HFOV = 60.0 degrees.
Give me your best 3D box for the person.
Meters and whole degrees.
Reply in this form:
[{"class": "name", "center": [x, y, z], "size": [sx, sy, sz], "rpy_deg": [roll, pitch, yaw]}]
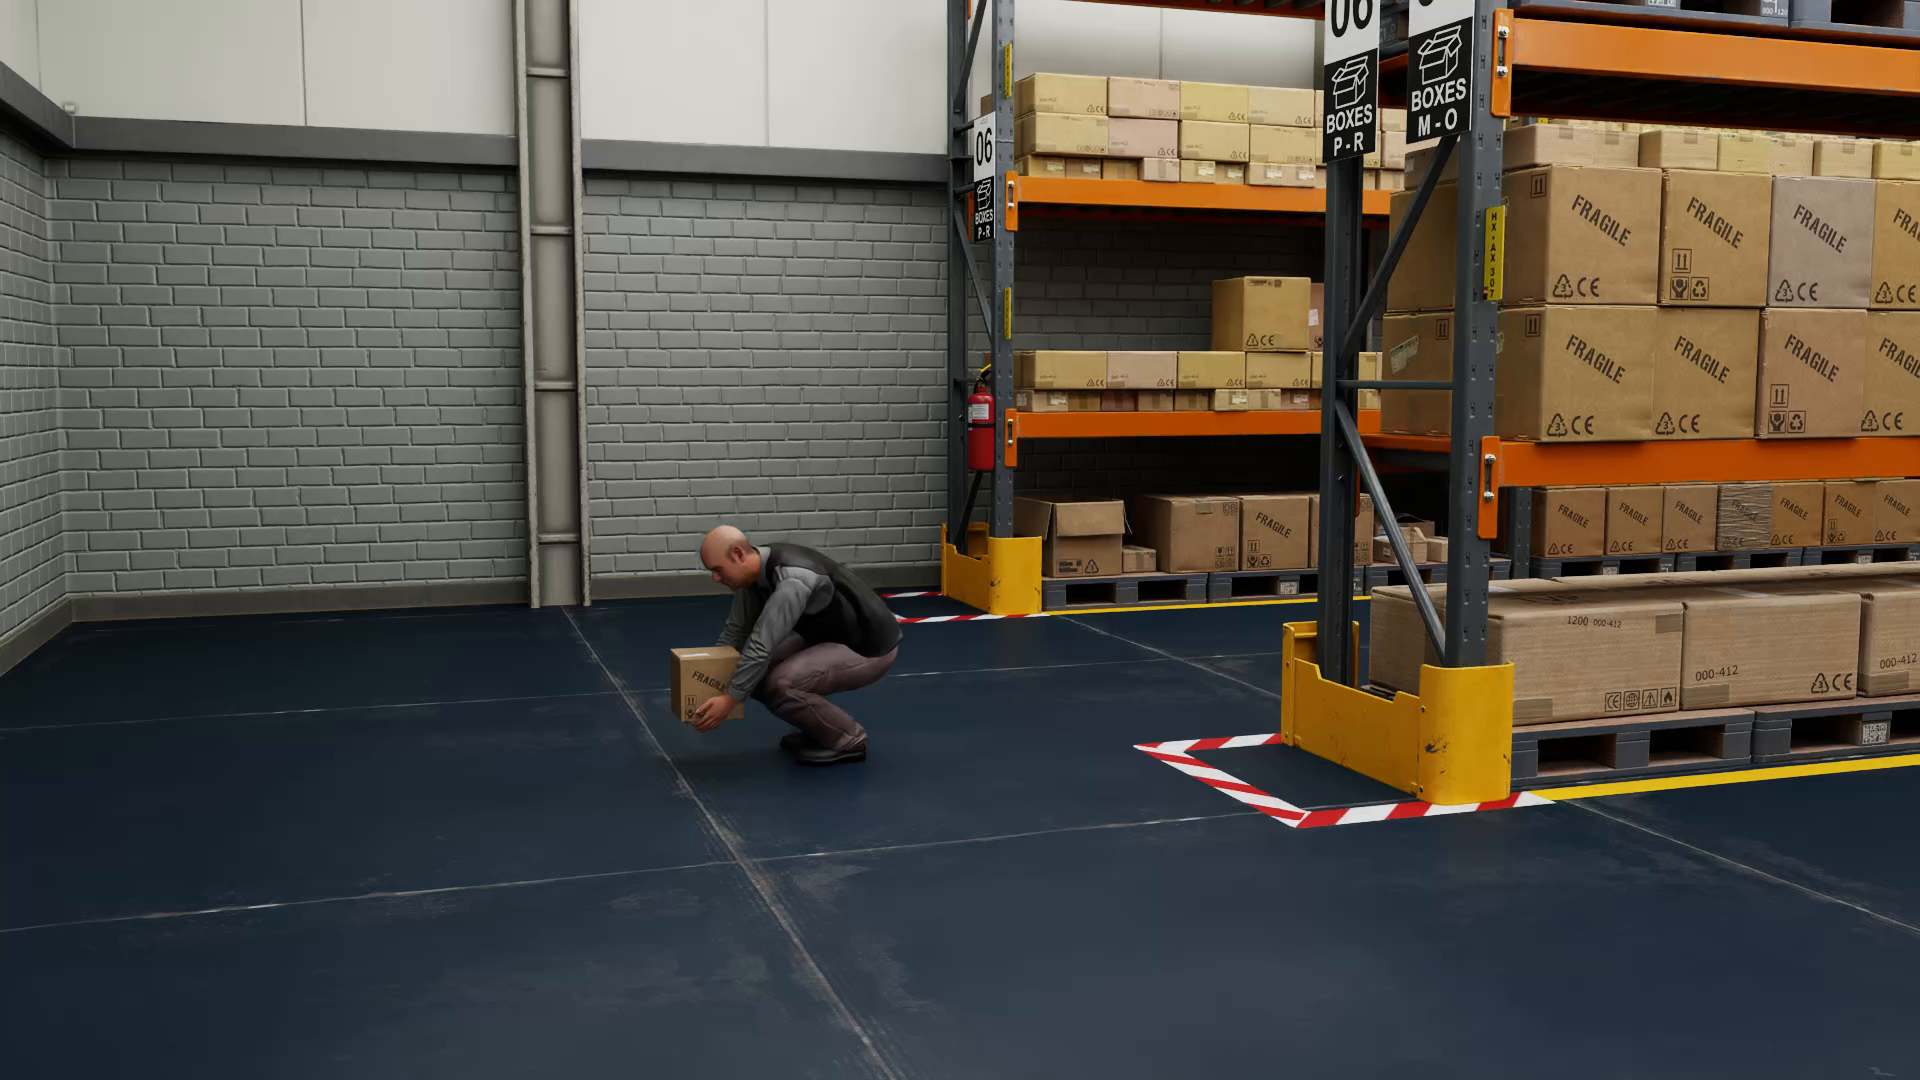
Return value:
[{"class": "person", "center": [-0.678, 0.409, 6.696], "size": [0.859, 0.966, 0.541], "rpy_deg": [-2, 6, -19]}]
